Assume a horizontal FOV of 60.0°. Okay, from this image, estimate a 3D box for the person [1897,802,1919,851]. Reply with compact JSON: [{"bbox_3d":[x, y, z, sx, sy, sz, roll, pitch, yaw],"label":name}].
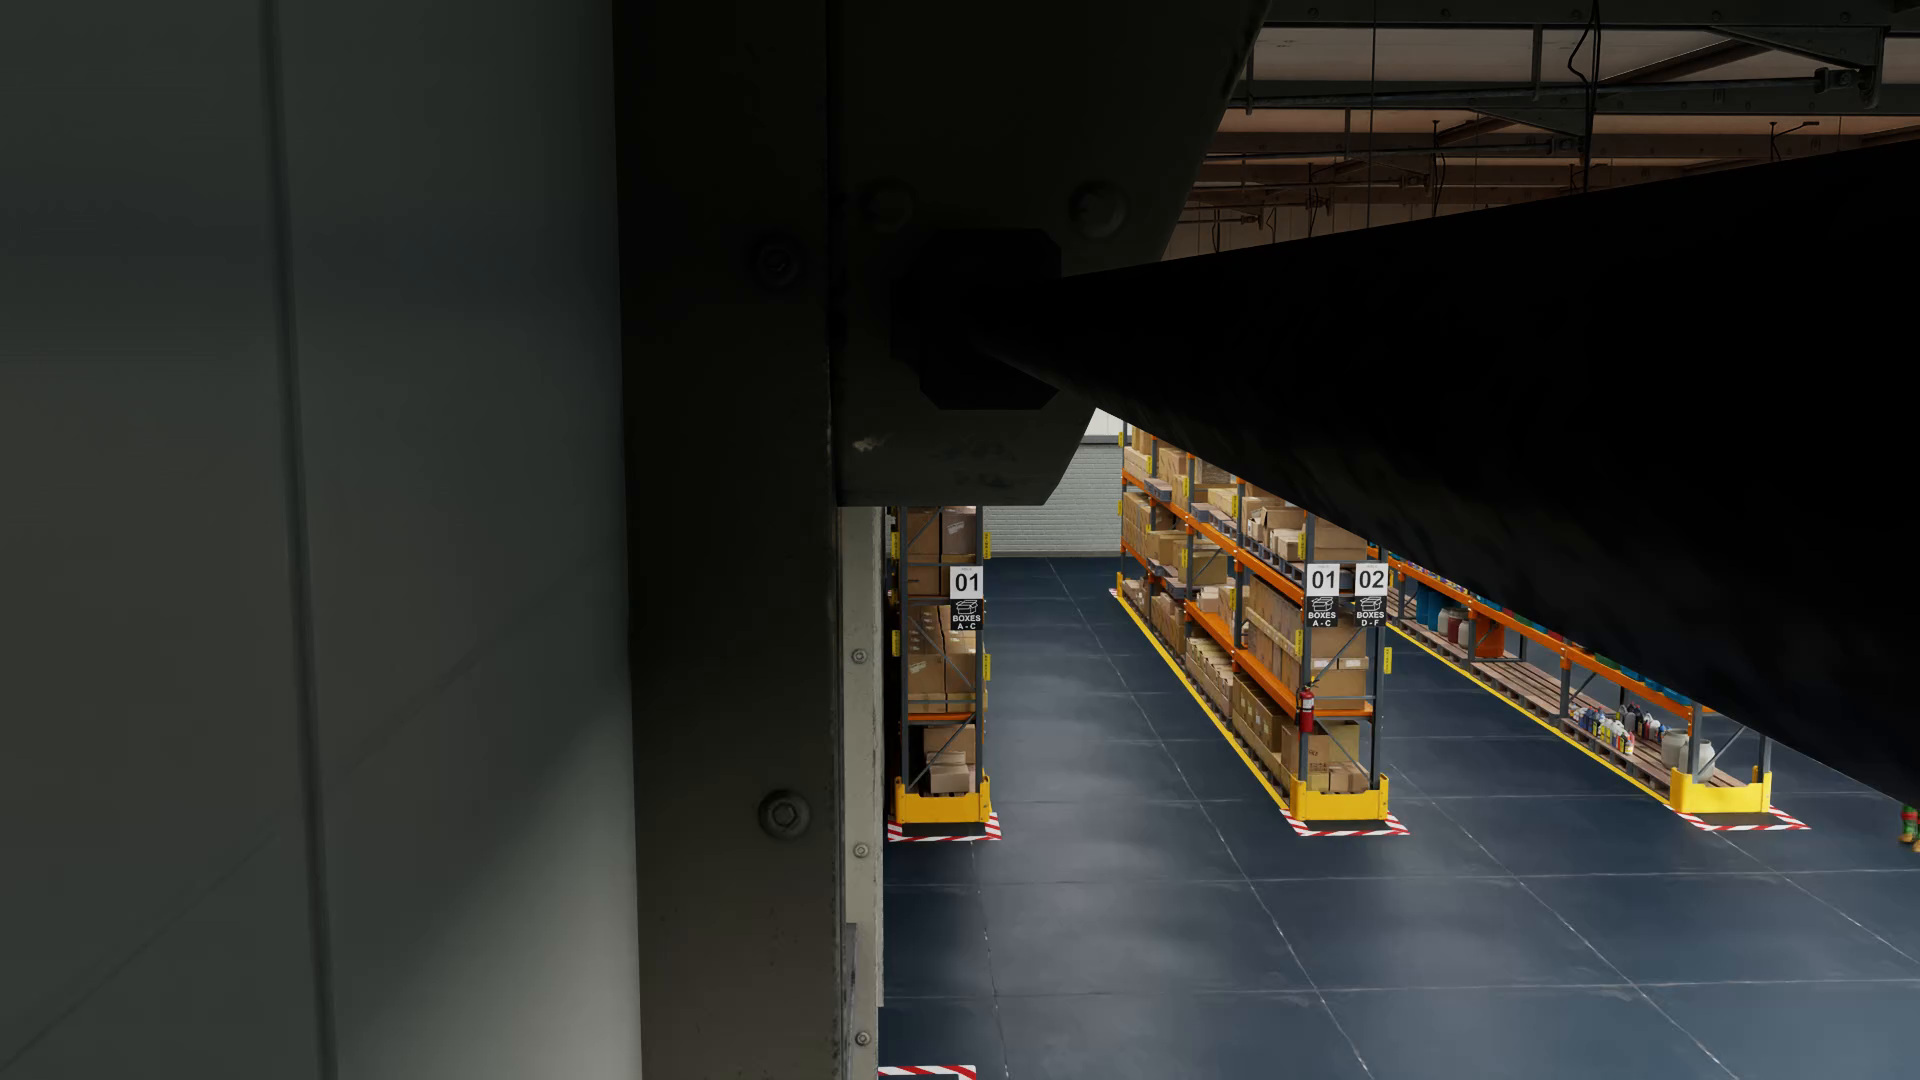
[{"bbox_3d":[11.253,2.716,19.549,0.569,1.800,0.516,7,10,39],"label":"person"}]
